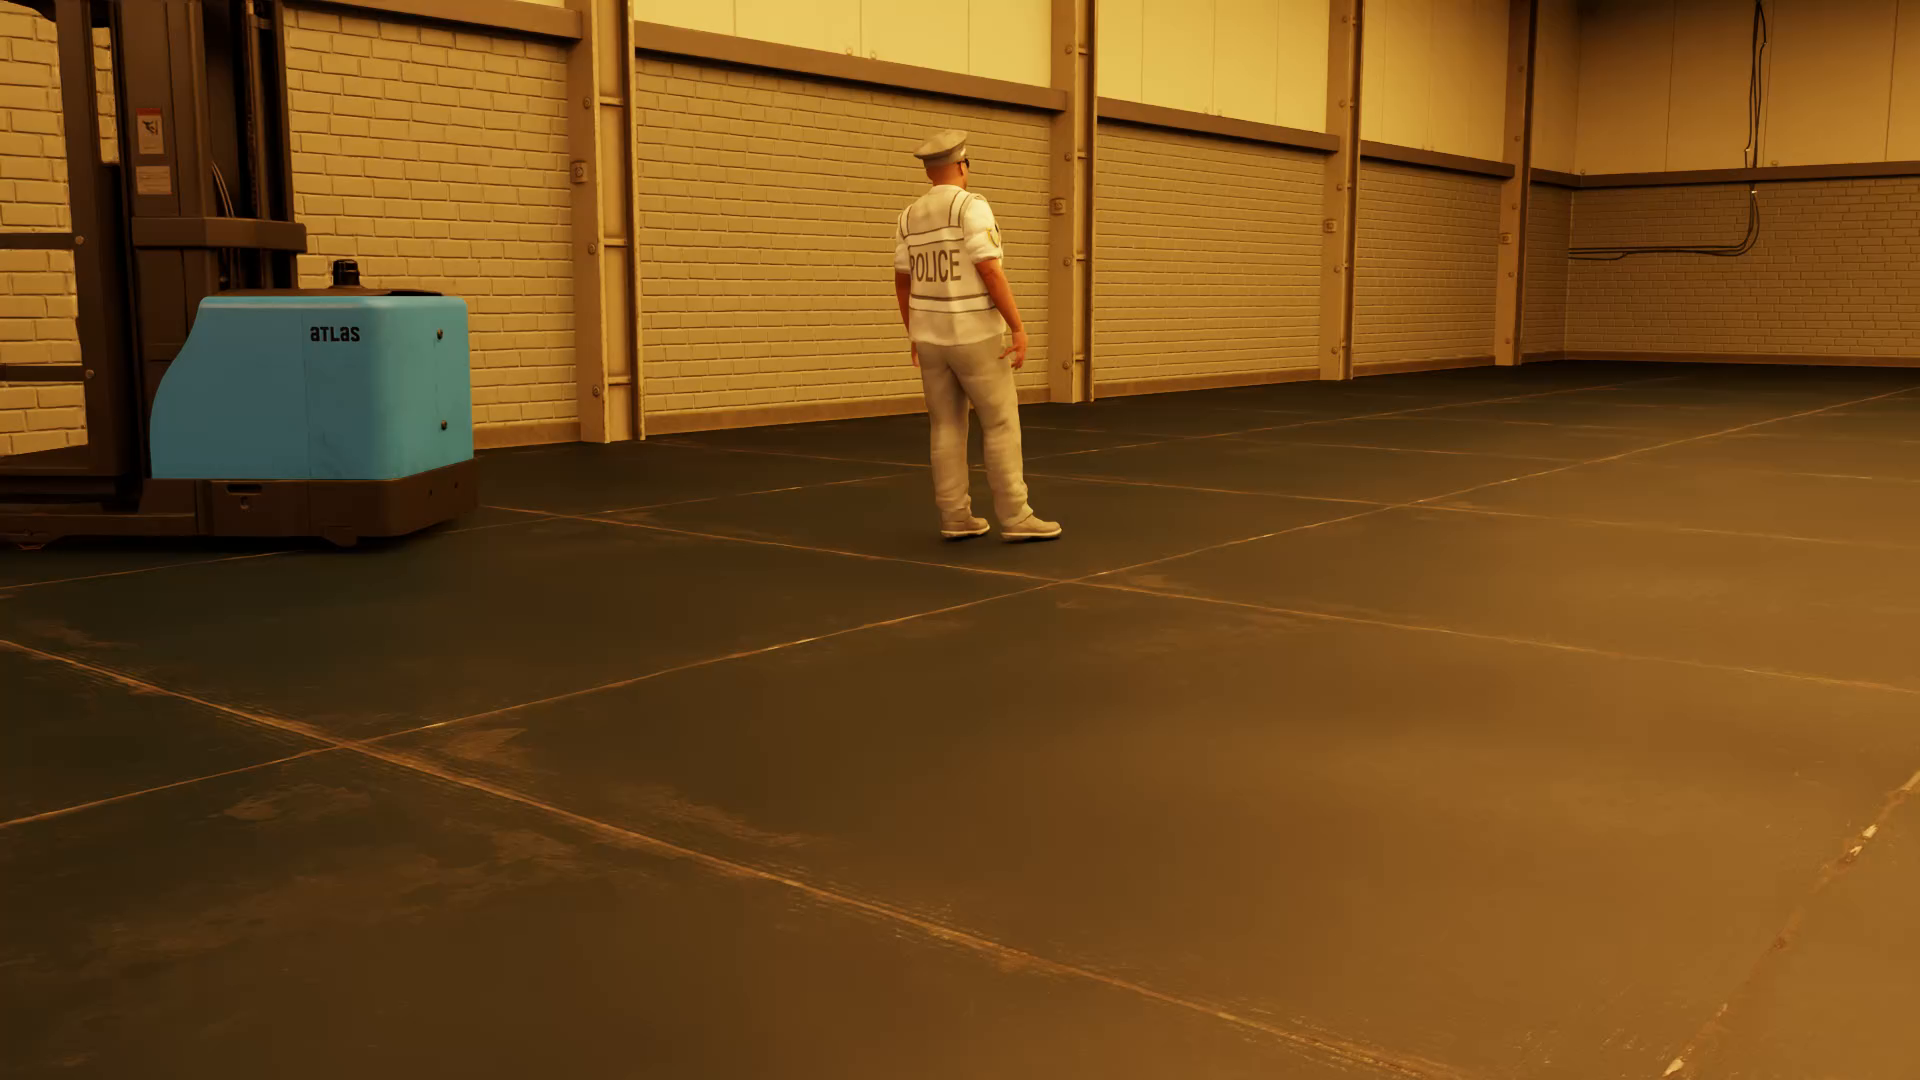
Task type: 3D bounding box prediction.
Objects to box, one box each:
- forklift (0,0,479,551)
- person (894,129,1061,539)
[{"bbox_3d":[-3.833,-1.480,7.397,3.031,2.935,1.130,1,8,4],"label":"forklift"},{"bbox_3d":[0.058,-0.897,7.328,0.641,1.780,0.574,7,11,38],"label":"person"}]
